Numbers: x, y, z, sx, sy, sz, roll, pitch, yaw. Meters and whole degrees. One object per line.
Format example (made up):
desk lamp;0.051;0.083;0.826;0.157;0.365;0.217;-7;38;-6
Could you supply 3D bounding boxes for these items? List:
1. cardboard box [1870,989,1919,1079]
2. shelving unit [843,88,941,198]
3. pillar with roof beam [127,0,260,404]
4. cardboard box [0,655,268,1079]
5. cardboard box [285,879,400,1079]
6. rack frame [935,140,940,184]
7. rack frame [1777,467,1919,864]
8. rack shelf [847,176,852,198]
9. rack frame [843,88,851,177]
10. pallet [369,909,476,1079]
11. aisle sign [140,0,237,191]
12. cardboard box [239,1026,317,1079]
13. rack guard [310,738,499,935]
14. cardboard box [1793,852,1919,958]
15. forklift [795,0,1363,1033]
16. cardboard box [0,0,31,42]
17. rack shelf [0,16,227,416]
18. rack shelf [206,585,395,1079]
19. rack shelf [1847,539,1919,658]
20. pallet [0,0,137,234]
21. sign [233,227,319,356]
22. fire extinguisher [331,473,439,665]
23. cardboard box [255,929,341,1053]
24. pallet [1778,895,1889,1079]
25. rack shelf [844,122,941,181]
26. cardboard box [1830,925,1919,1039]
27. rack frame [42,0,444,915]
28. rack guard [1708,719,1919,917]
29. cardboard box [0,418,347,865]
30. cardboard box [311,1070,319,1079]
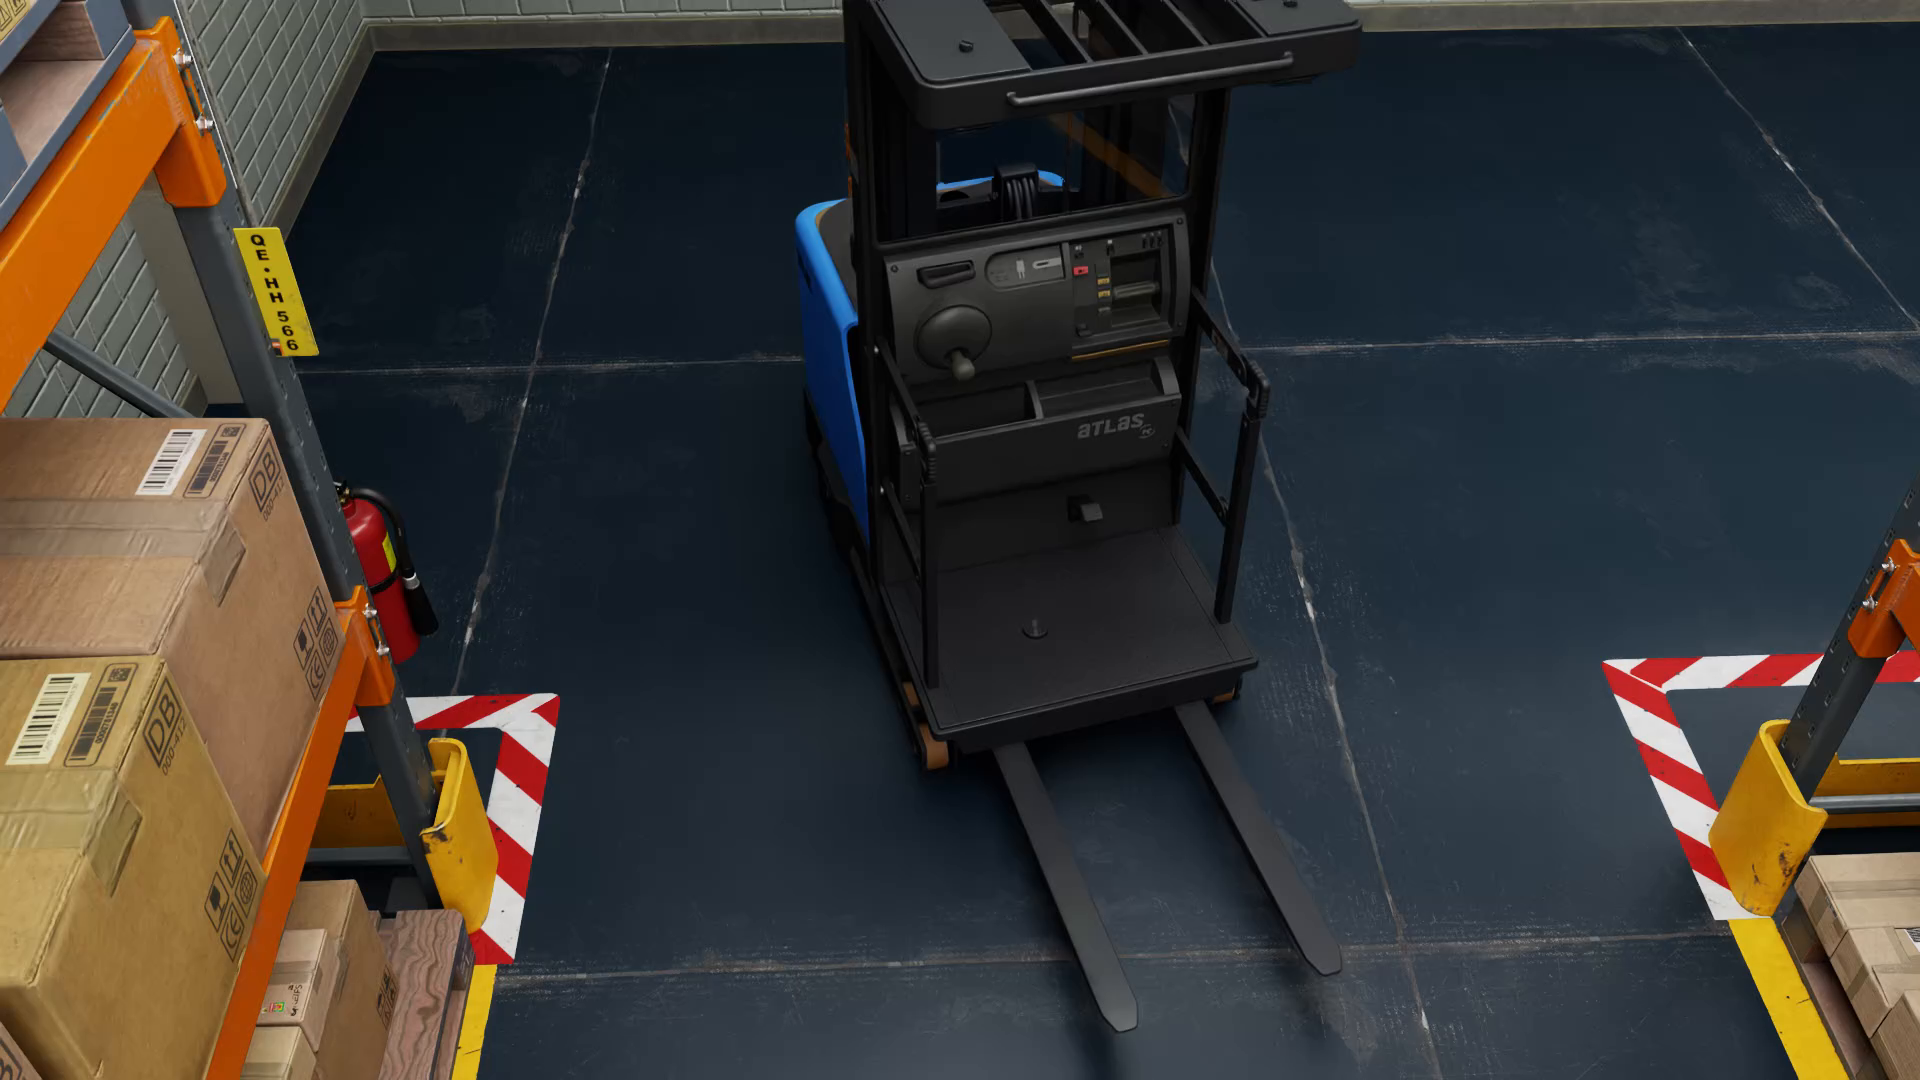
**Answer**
cardboard box;2.697;1.411;4.200;0.500;0.250;0.500;-2;43;-2
shelving unit;-0.260;-1.142;6.606;0.258;1.200;0.503;-11;43;-12
pillar with roof beam;1.309;-4.142;4.109;9.100;9.000;0.400;-2;43;-2
cardboard box;-1.940;0.715;3.028;0.980;0.700;0.700;-2;43;-2
cardboard box;-1.884;1.228;4.230;0.700;0.500;0.500;-2;43;-2
rack frame;-0.191;-0.985;6.432;0.240;1.200;0.015;-11;43;-12
rack frame;2.936;-0.154;4.198;1.000;3.000;0.127;-2;43;-2
rack shelf;-0.260;-1.258;6.501;0.258;0.148;0.480;-11;43;-12
rack frame;-0.328;-1.300;6.780;0.240;1.200;0.015;-11;43;-12
pallet;-1.901;1.557;4.396;1.003;0.211;1.213;-2;43;-2
aisle sign;-1.717;-1.024;3.224;0.394;0.787;0.004;-2;43;-2
cardboard box;-1.685;1.242;3.734;0.380;0.149;0.250;-1;43;-1
rack guard;-2.014;0.896;4.902;1.175;0.500;0.348;-2;43;-2
cardboard box;2.610;1.028;4.693;0.380;0.149;0.250;-2;43;-2
forklift;0.305;-0.634;4.773;1.130;2.935;3.031;-12;44;-12
cardboard box;-1.717;-0.764;2.370;0.500;0.250;0.500;0;43;0
rack shelf;-1.928;0.501;1.796;1.077;0.370;4.000;-2;43;-2
rack shelf;-1.928;1.607;2.810;1.077;0.370;4.000;-2;43;-2
rack shelf;3.021;1.462;2.968;1.077;0.370;4.000;-2;43;-2
pallet;-1.971;-0.581;2.510;1.003;0.211;1.213;-2;43;-2
sign;-1.471;-0.529;3.575;0.100;0.325;0.005;-2;43;-2
fire extinguisher;-1.559;0.042;4.317;0.296;0.674;0.183;-2;43;-2
cardboard box;-1.696;1.070;3.922;0.380;0.149;0.250;-2;43;-2
pallet;2.974;1.464;4.497;1.003;0.211;1.213;-2;43;-2
rack shelf;-0.260;-1.434;6.342;0.258;0.148;0.480;-11;43;-12
cardboard box;2.621;1.190;4.503;0.380;0.166;0.250;-2;43;-2
rack frame;-2.013;-0.009;4.040;1.000;3.000;0.127;-2;43;-2
rack guard;2.939;0.819;4.986;1.175;0.500;0.348;-2;43;-2
cardboard box;-1.982;0.225;3.563;0.980;0.700;0.700;0;43;0
cardboard box;-1.862;1.565;3.862;0.700;0.500;0.500;-2;43;-2
